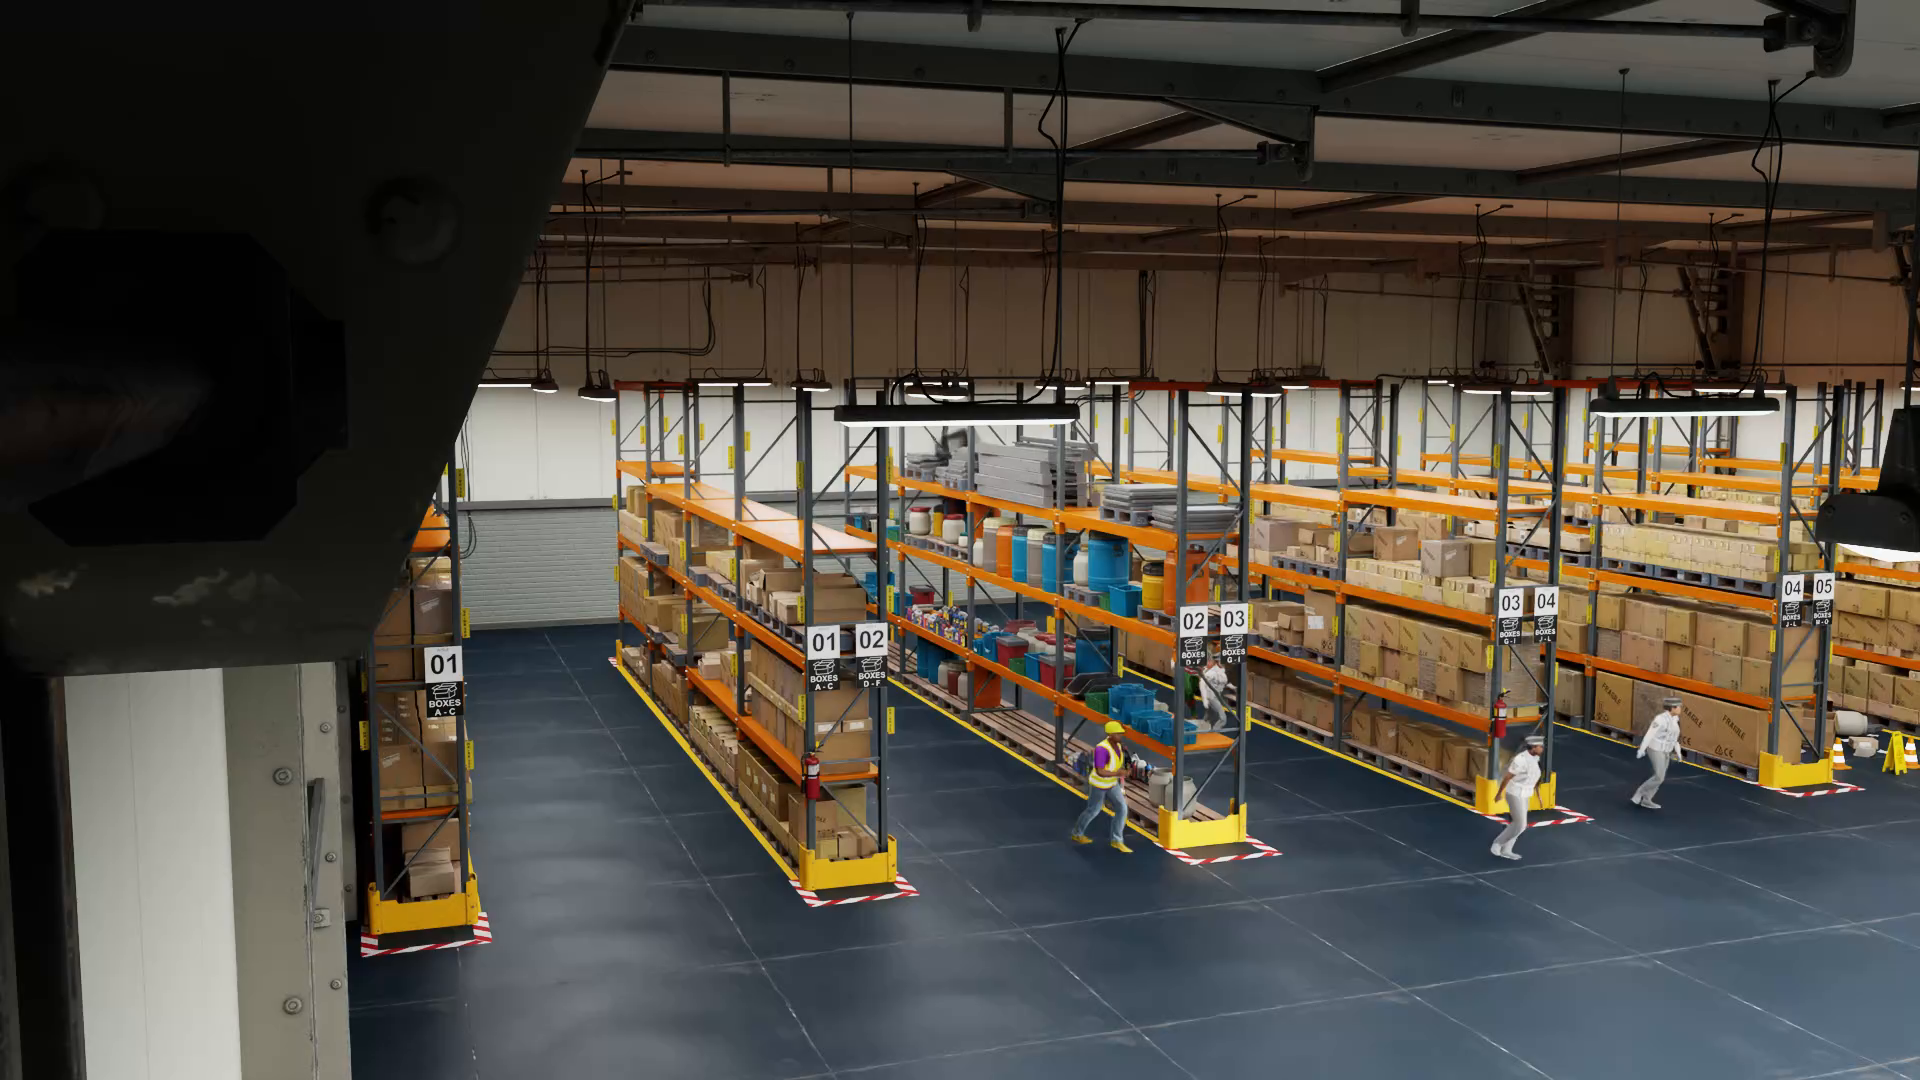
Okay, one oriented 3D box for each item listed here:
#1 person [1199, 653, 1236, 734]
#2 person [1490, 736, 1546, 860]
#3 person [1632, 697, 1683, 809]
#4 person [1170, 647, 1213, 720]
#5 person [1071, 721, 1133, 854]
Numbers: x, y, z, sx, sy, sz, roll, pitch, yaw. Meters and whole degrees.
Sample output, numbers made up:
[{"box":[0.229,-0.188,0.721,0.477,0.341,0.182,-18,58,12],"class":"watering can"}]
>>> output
[{"box":[4.267,2.653,27.592,0.748,1.622,0.623,3,7,24],"class":"person"},{"box":[7.134,3.292,21.242,0.555,1.633,0.613,6,8,43],"class":"person"},{"box":[9.958,3.029,23.687,0.633,1.628,0.547,-5,8,-41],"class":"person"},{"box":[4.108,2.378,29.598,0.688,1.609,1.098,-1,6,-5],"class":"person"},{"box":[1.866,3.195,21.576,0.943,1.756,0.720,5,8,37],"class":"person"}]
